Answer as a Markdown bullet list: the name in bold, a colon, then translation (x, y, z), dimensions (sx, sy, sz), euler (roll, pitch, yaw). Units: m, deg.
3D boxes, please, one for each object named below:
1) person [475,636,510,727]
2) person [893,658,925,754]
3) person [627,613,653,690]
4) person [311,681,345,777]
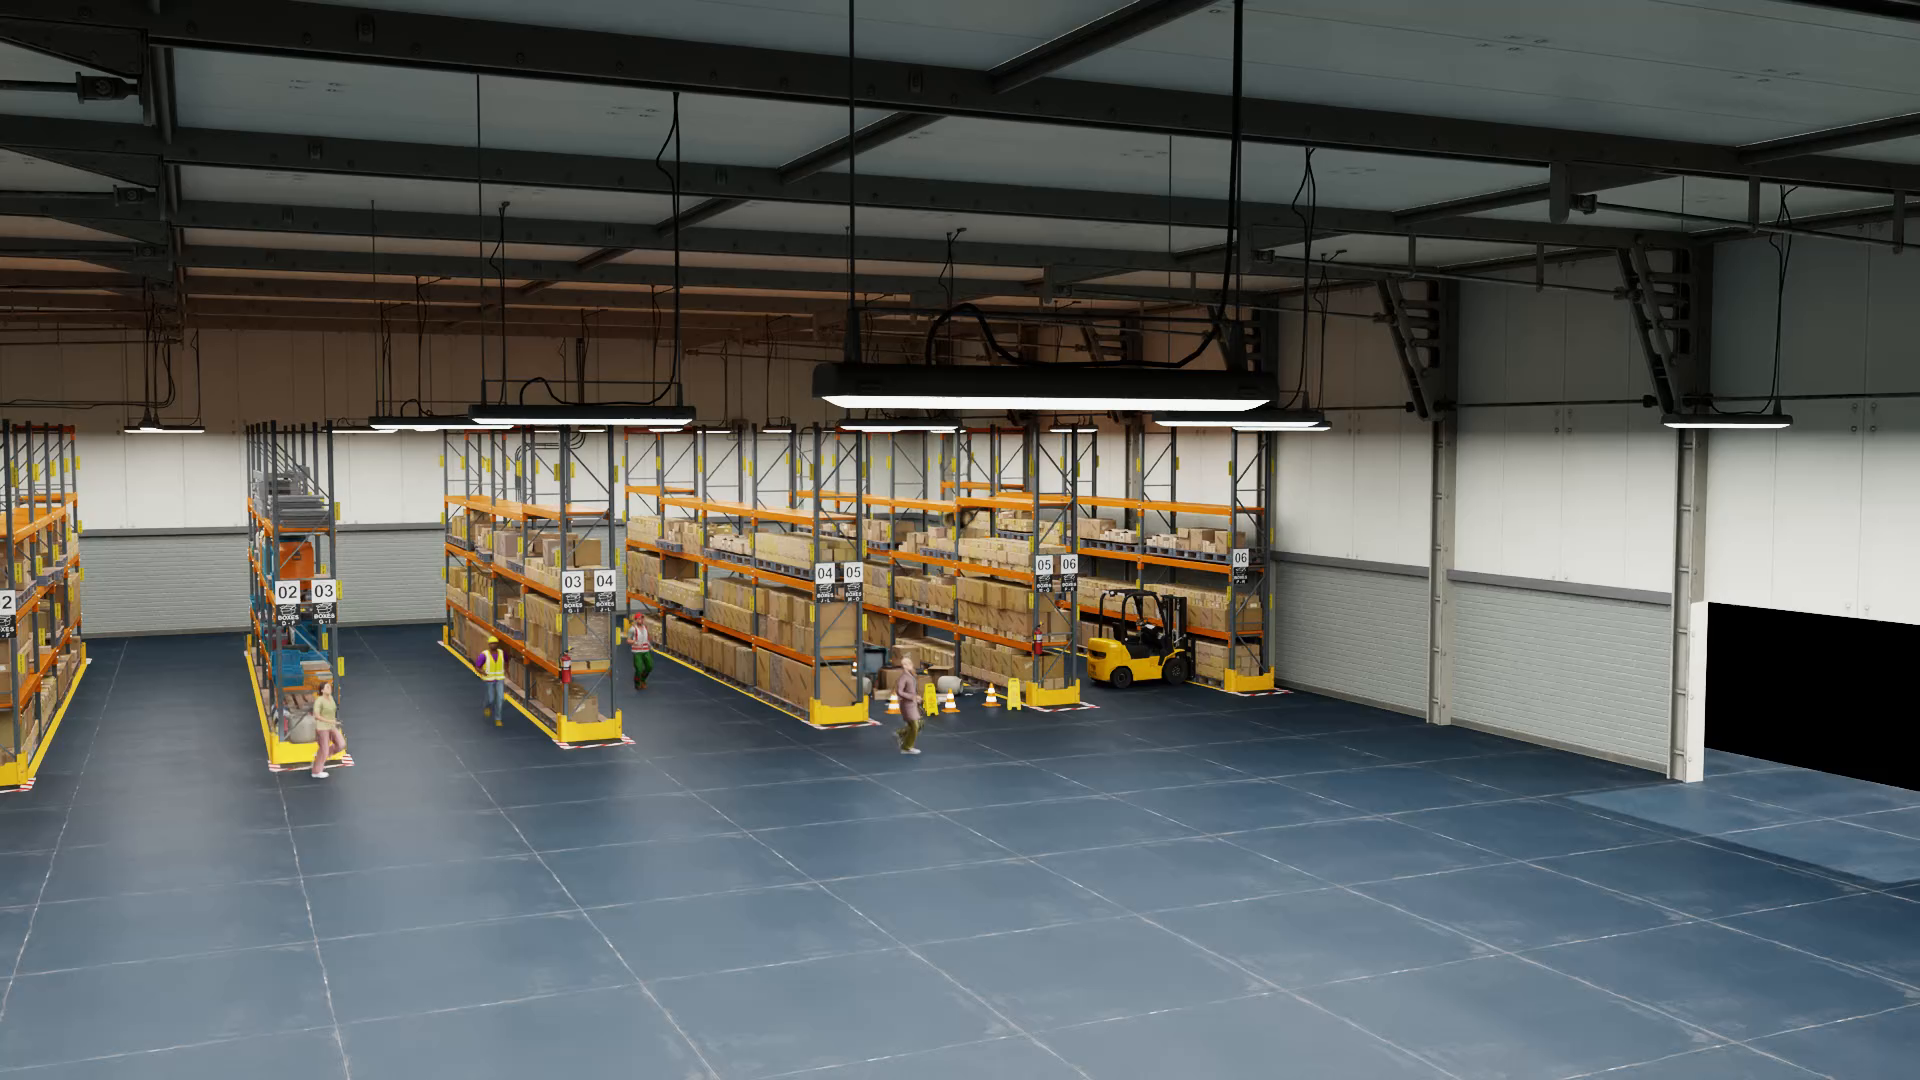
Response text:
- **person**: translation (-9.246, 2.790, 32.990), dimensions (0.699, 1.767, 0.872), euler (-2, 4, -28)
- **person**: translation (-0.913, 2.984, 29.911), dimensions (0.661, 1.727, 0.705), euler (1, 4, 16)
- **person**: translation (-7.112, 2.506, 37.213), dimensions (0.640, 1.746, 0.607), euler (-3, 4, -36)
- **person**: translation (-10.597, 3.166, 27.889), dimensions (0.617, 1.624, 0.604), euler (1, 4, 17)
